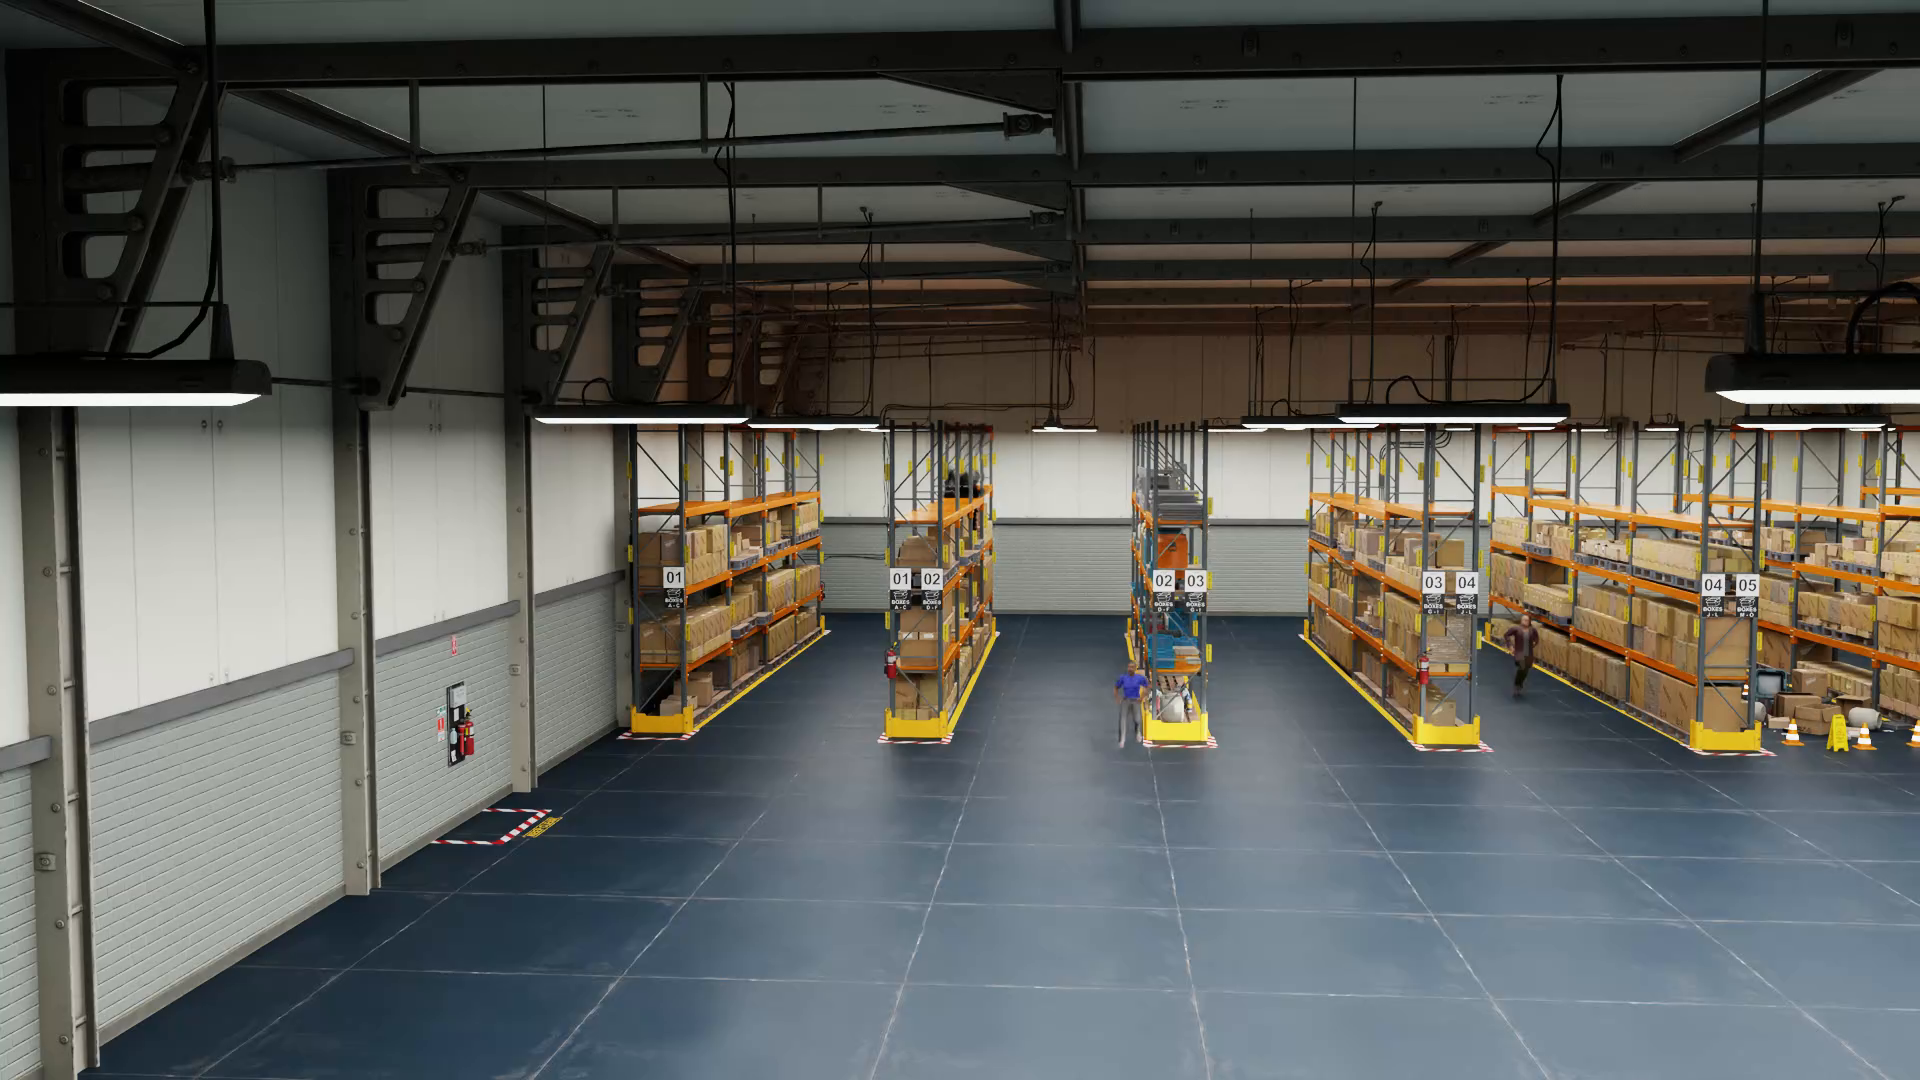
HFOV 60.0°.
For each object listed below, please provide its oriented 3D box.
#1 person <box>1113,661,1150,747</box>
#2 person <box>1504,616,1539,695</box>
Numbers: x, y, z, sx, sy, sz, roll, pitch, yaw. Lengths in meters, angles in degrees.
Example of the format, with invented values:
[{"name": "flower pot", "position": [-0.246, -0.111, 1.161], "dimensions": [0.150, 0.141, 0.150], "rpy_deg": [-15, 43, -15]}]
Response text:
[{"name": "person", "position": [3.145, 3.029, 30.474], "dimensions": [0.673, 1.617, 0.528], "rpy_deg": [0, 4, 5]}, {"name": "person", "position": [12.374, 2.531, 36.530], "dimensions": [0.697, 1.753, 0.773], "rpy_deg": [0, 4, -5]}]
